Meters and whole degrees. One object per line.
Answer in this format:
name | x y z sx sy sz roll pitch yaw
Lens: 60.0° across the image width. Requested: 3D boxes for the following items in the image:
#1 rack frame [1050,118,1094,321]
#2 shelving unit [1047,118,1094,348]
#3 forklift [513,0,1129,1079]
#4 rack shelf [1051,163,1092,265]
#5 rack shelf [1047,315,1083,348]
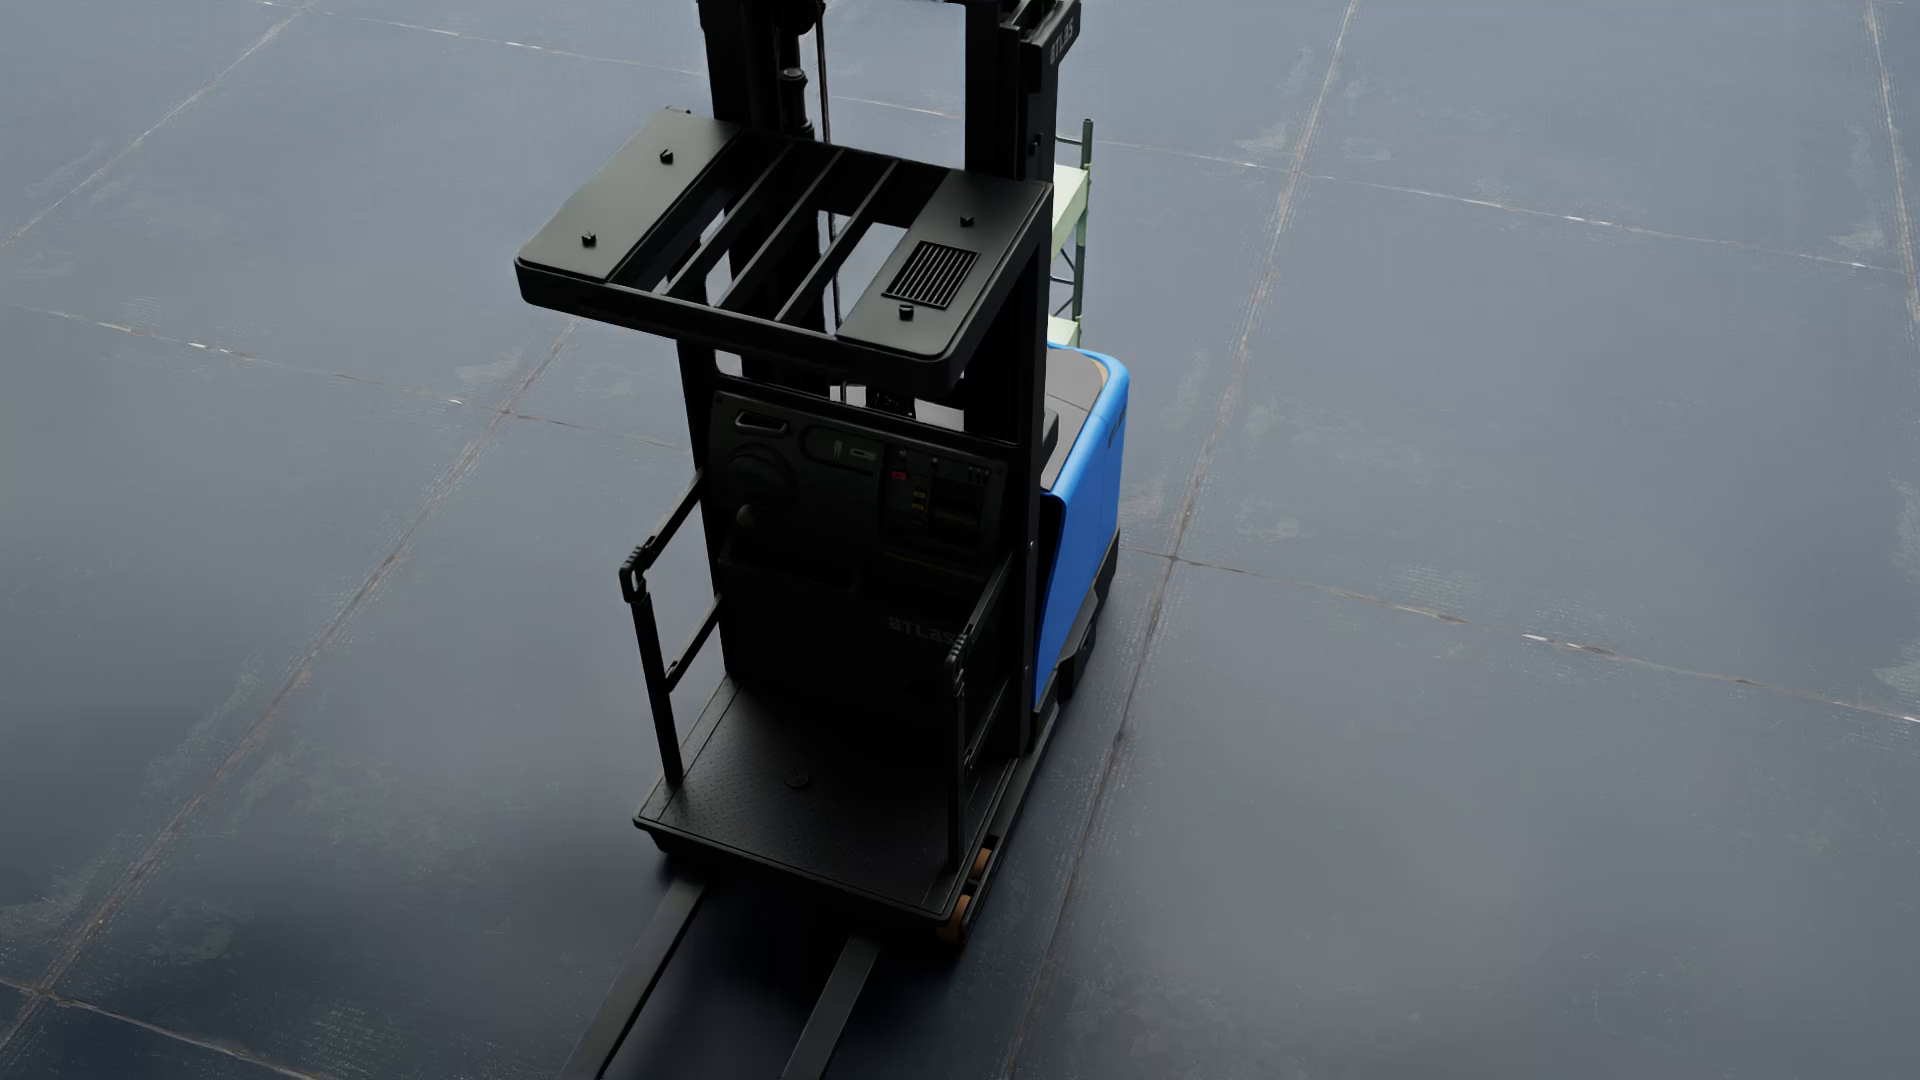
rack frame | 0.308 -1.077 6.779 0.400 1.500 0.023 15 46 15
shelving unit | 0.179 -0.838 6.534 0.431 1.500 0.755 15 46 15
forklift | -0.382 -0.075 4.731 1.130 2.935 3.031 15 46 15
rack shelf | 0.179 -1.117 6.261 0.431 0.370 0.720 15 46 15
rack shelf | 0.179 -0.605 6.762 0.431 0.370 0.720 15 46 15
